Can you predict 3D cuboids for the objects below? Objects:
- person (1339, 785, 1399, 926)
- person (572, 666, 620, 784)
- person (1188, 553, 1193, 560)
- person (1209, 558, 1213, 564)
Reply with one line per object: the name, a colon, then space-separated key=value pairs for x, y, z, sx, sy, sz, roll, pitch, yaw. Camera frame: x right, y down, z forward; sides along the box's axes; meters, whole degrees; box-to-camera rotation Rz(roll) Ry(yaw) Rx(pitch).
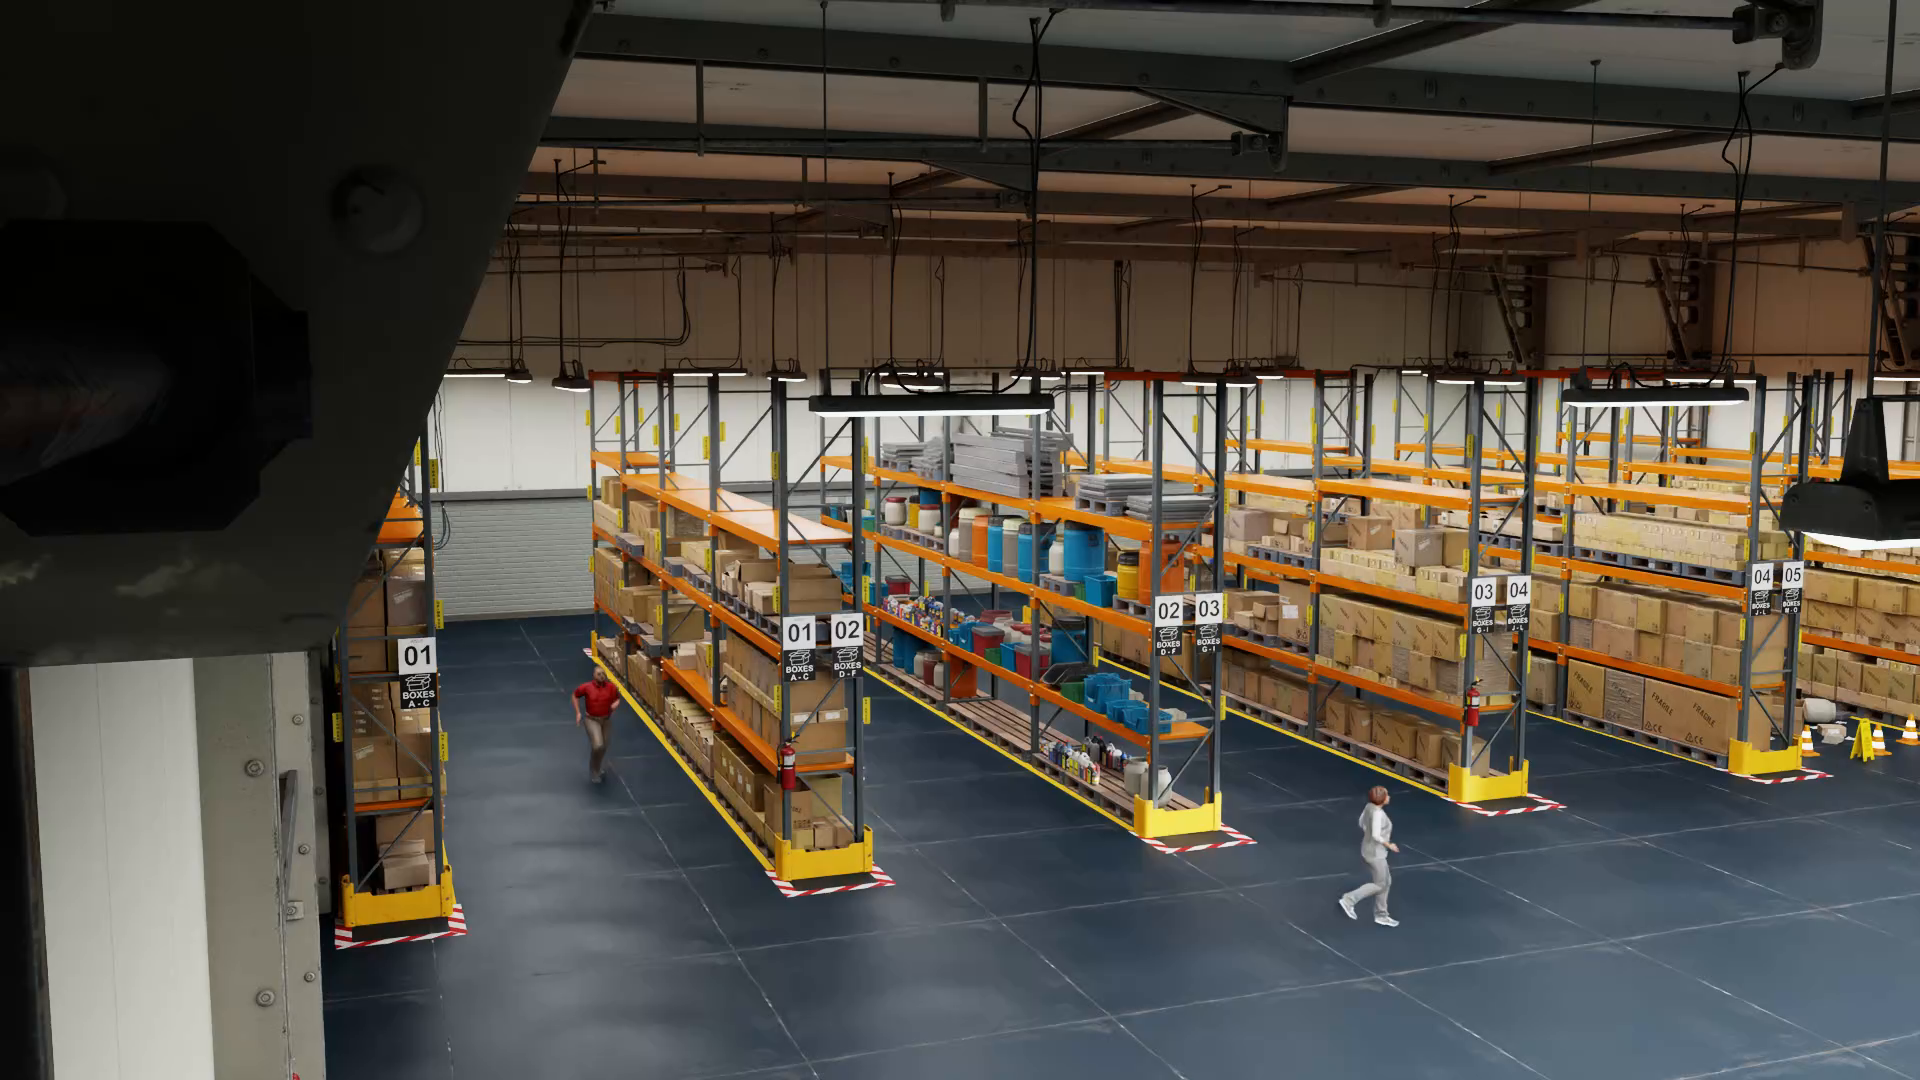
person: x=4.551 y=3.502 z=18.451 sx=0.679 sy=1.595 sz=0.567 roll=0 pitch=6 yaw=3
person: x=-5.348 y=2.741 z=24.662 sx=0.627 sy=1.765 sz=0.826 roll=-4 pitch=8 yaw=-35
person: x=5.372 y=1.151 z=38.839 sx=0.777 sy=1.729 sz=0.752 roll=0 pitch=6 yaw=-1
person: x=6.318 y=0.907 z=41.525 sx=0.760 sy=1.596 sz=0.651 roll=1 pitch=6 yaw=6
